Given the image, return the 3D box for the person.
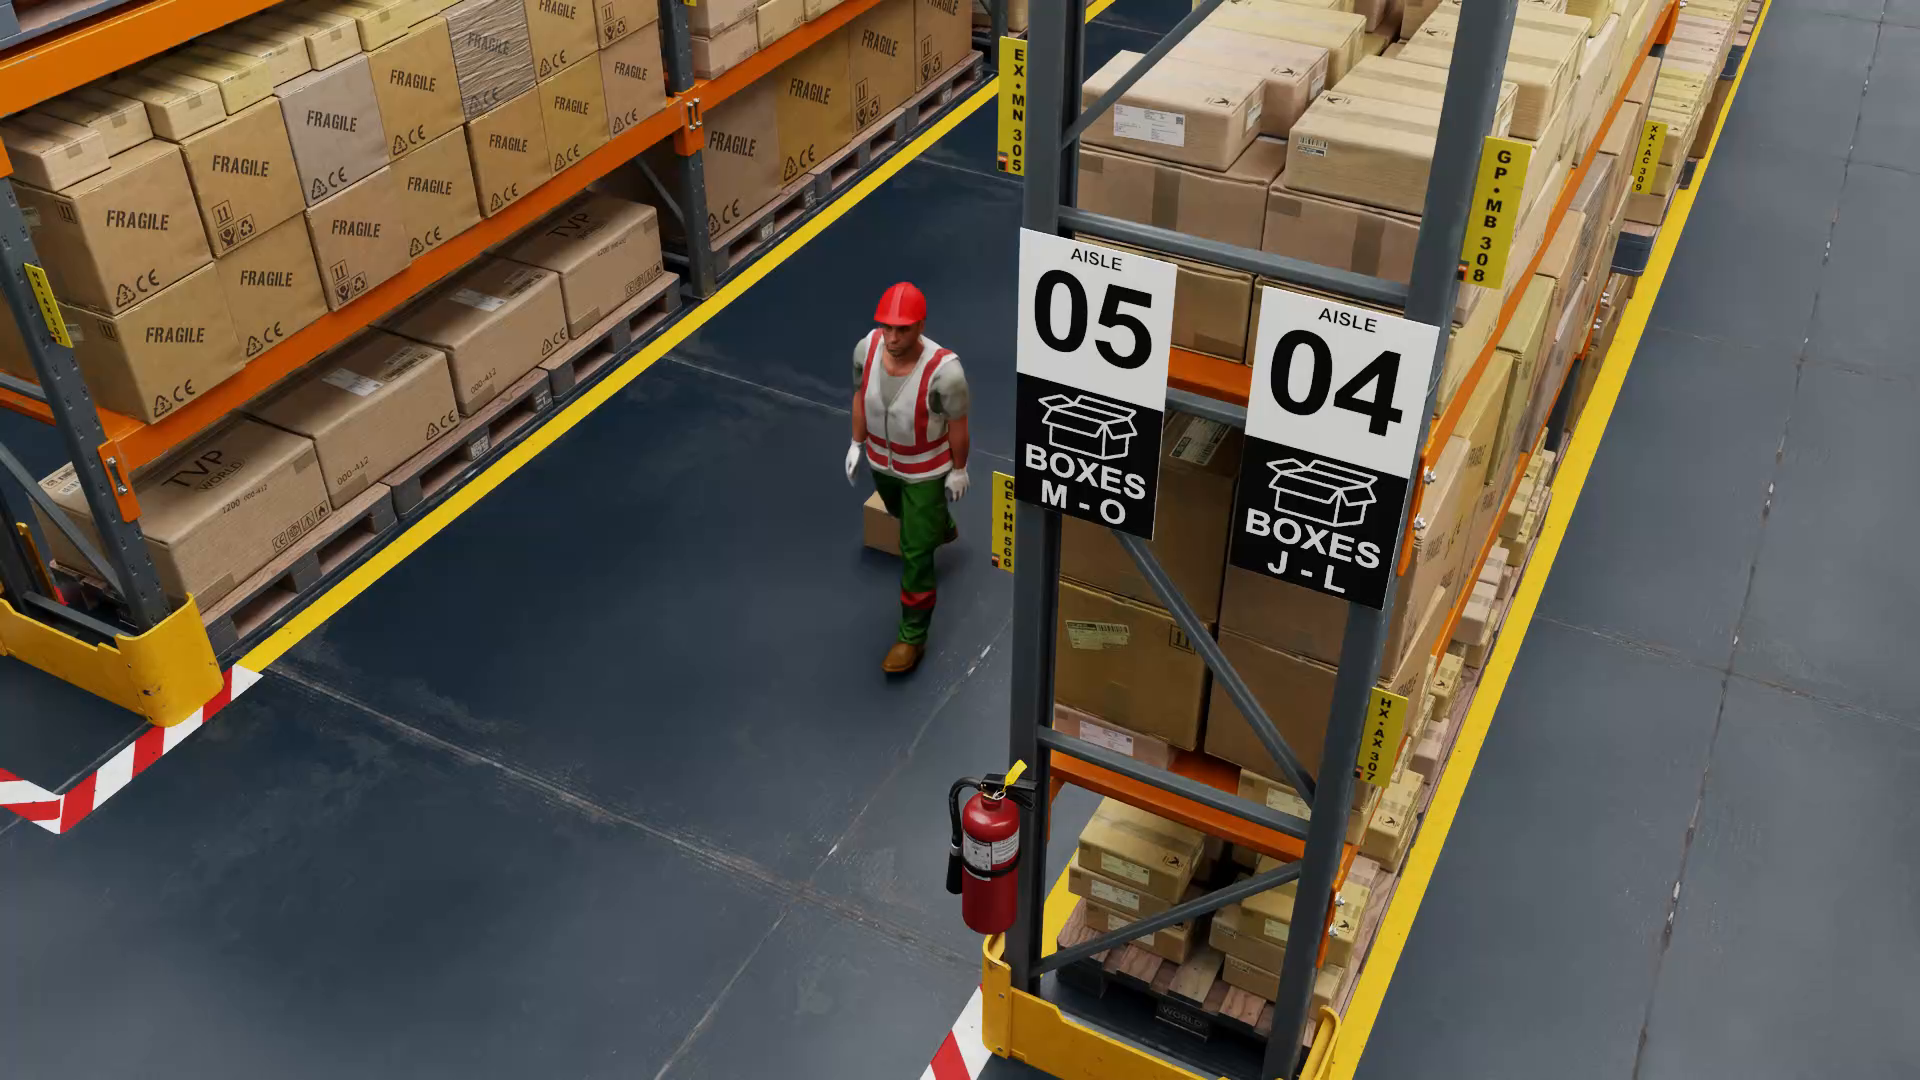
[{"bbox_3d":[-0.209,-0.372,7.215,0.581,1.774,0.950,23,43,27],"label":"person"}]
